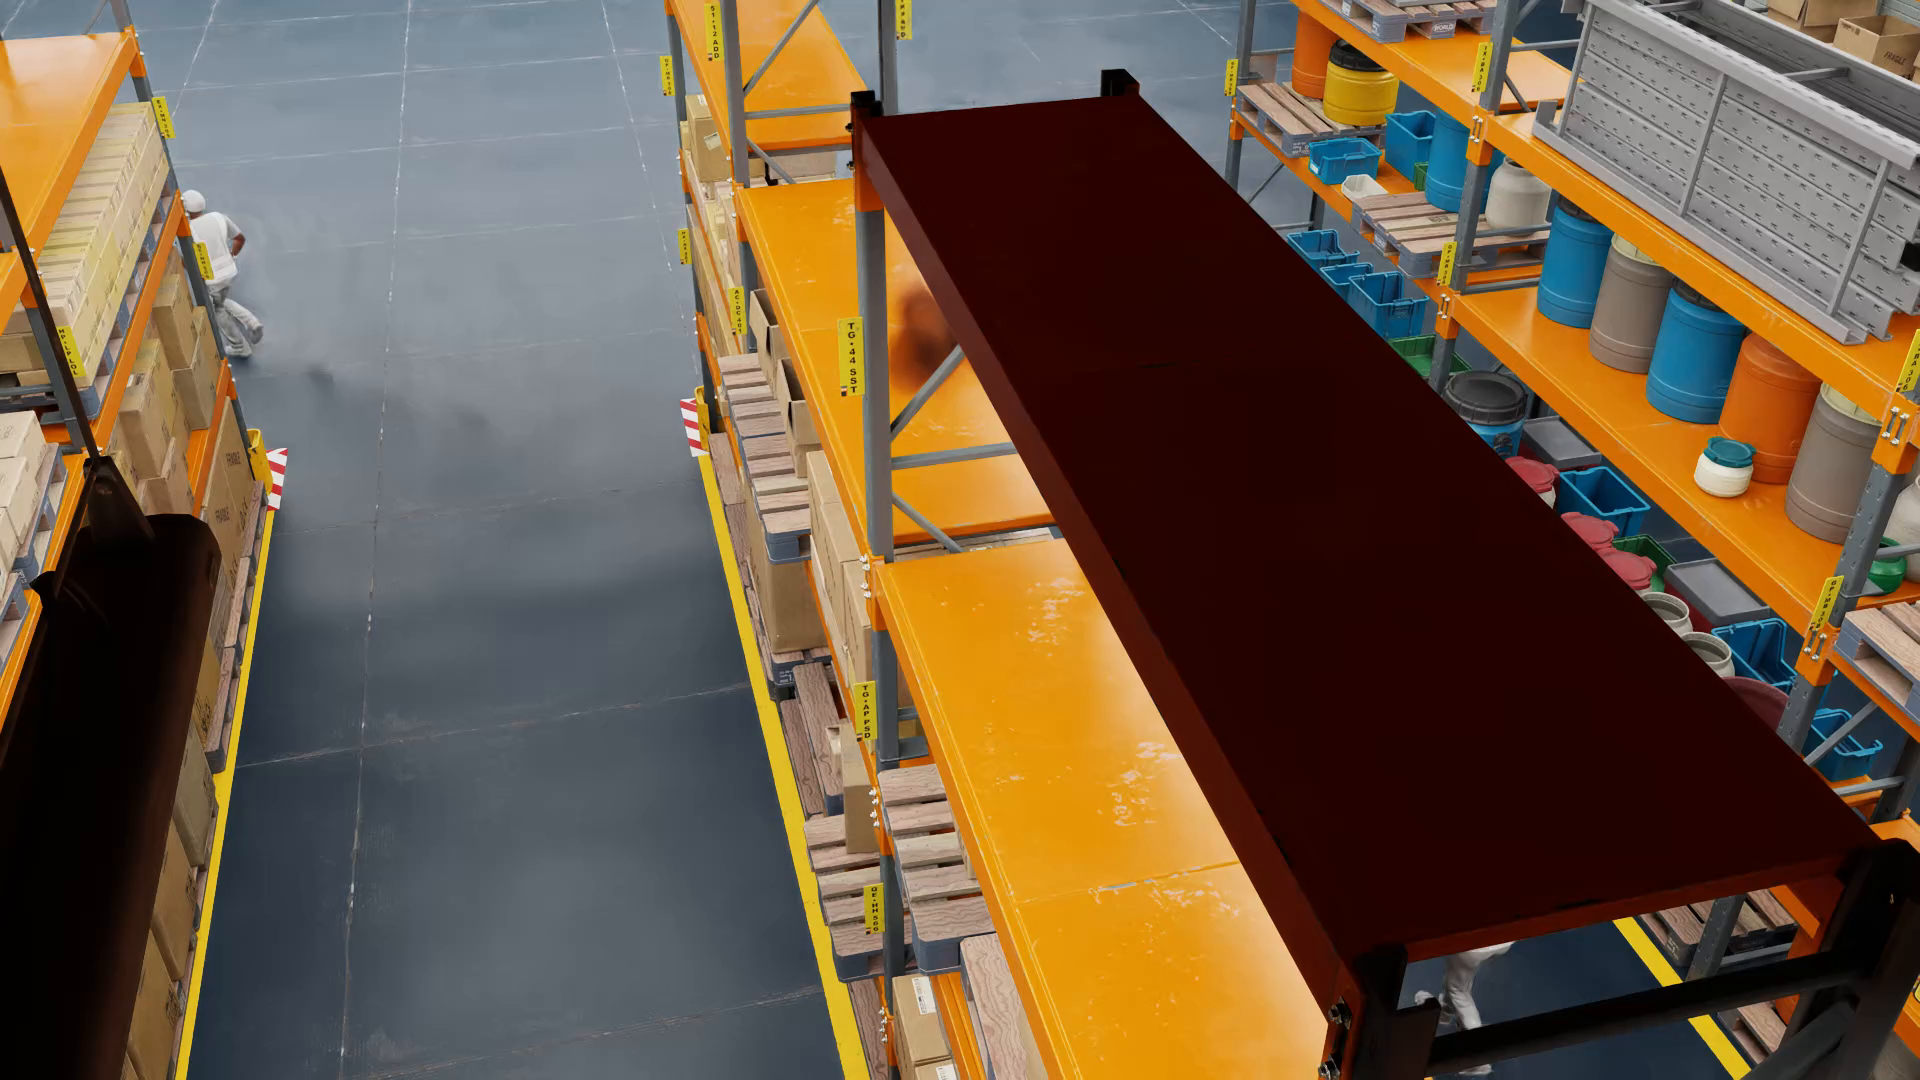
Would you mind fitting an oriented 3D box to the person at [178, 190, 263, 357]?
[{"bbox_3d":[-7.384,-2.618,16.374,0.590,1.746,0.666,16,37,22],"label":"person"}]

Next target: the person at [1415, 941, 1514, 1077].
[{"bbox_3d":[2.814,2.152,8.974,0.620,1.712,0.731,-12,36,-17],"label":"person"}]
